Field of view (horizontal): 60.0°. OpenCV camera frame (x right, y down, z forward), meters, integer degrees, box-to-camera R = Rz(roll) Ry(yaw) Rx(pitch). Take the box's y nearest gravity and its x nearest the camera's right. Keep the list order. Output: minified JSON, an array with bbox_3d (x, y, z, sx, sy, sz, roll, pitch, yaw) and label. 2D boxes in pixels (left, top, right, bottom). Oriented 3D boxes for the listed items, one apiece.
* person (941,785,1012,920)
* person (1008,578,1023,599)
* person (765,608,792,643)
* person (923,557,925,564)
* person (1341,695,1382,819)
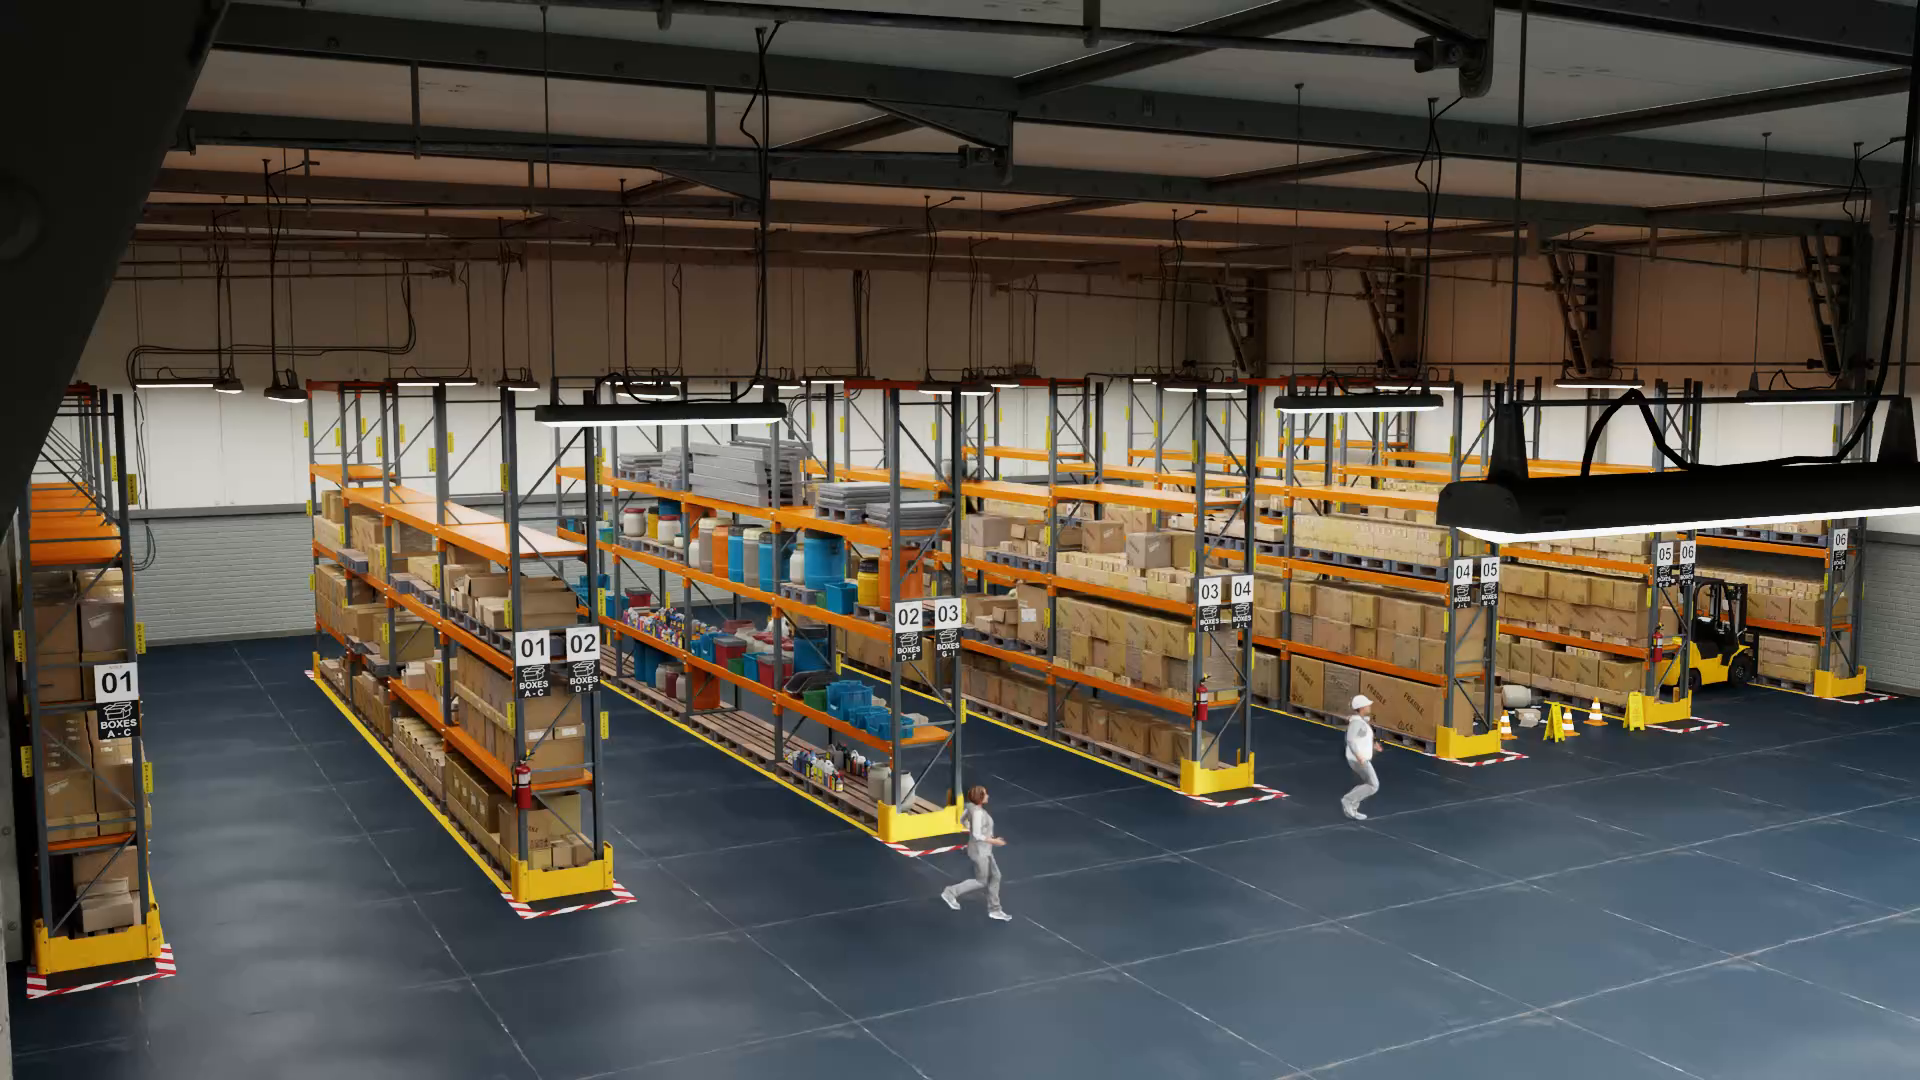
[{"bbox_3d":[0.187,3.556,18.897,0.815,1.584,0.555,0,6,-3],"label":"person"},{"bbox_3d":[1.207,1.657,36.308,0.549,1.729,0.852,-3,7,-27],"label":"person"},{"bbox_3d":[-3.534,2.057,32.470,0.562,1.655,0.581,-4,7,-34],"label":"person"},{"bbox_3d":[-1.044,1.190,40.667,0.684,1.649,0.531,3,7,23],"label":"person"},{"bbox_3d":[5.582,3.015,23.092,0.570,1.740,0.672,1,6,9],"label":"person"}]
